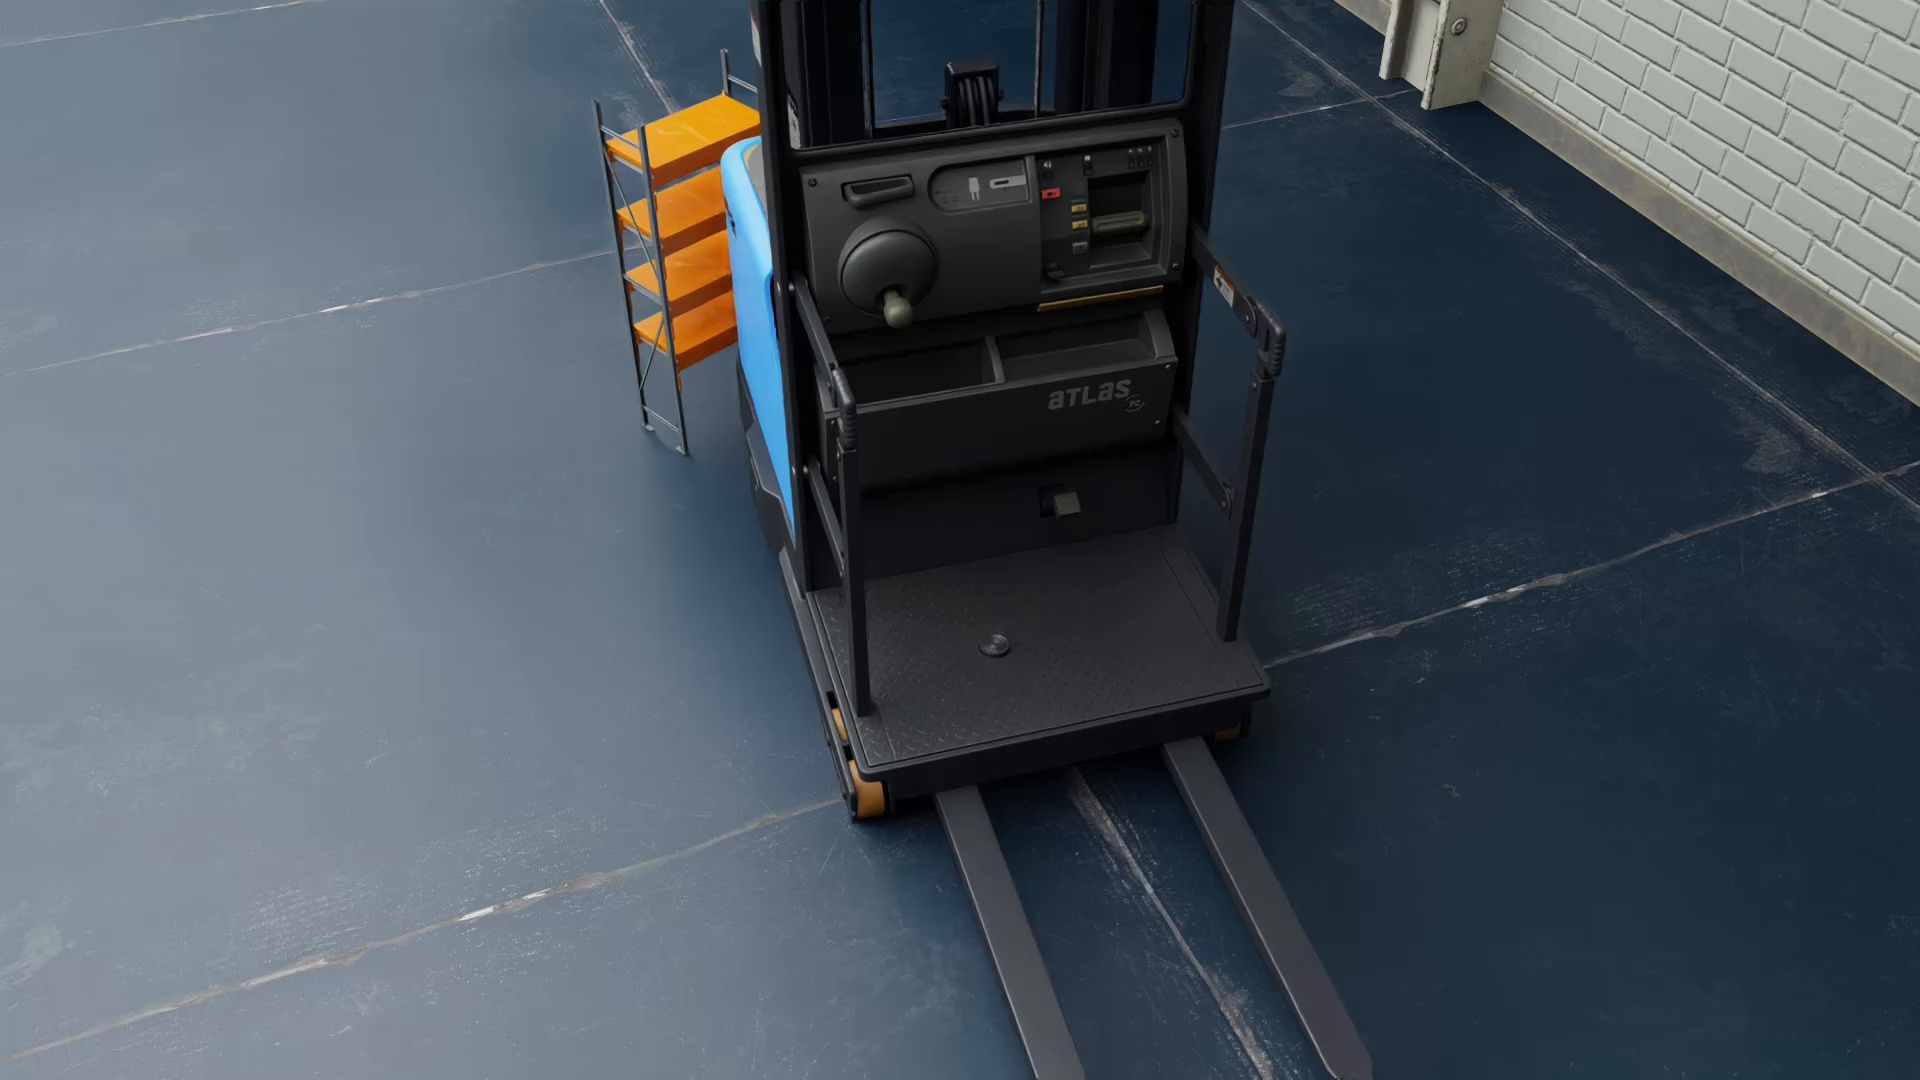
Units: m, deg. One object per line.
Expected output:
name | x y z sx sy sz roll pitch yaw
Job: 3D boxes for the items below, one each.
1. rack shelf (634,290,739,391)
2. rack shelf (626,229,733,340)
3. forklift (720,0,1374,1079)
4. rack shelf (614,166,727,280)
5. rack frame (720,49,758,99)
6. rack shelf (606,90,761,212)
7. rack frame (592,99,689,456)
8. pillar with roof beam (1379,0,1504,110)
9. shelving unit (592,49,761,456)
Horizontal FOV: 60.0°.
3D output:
rack shelf | -0.829 -0.707 5.560 0.258 0.148 0.480 33 50 32
rack shelf | -0.829 -0.858 5.430 0.258 0.148 0.480 33 50 32
forklift | 0.155 -0.665 3.775 1.130 2.935 3.031 -10 42 -12
rack shelf | -0.829 -1.027 5.284 0.258 0.148 0.480 33 50 32
rack frame | -0.658 -1.021 5.518 0.240 1.200 0.015 33 50 32
rack shelf | -0.829 -1.206 5.130 0.258 0.148 0.480 33 50 32
rack frame | -1.001 -0.796 5.255 0.240 1.200 0.015 33 50 32
pillar with roof beam | -1.803 -4.434 3.505 9.100 9.000 0.400 -15 43 -17
shelving unit | -0.829 -0.909 5.386 0.258 1.200 0.503 33 50 32
